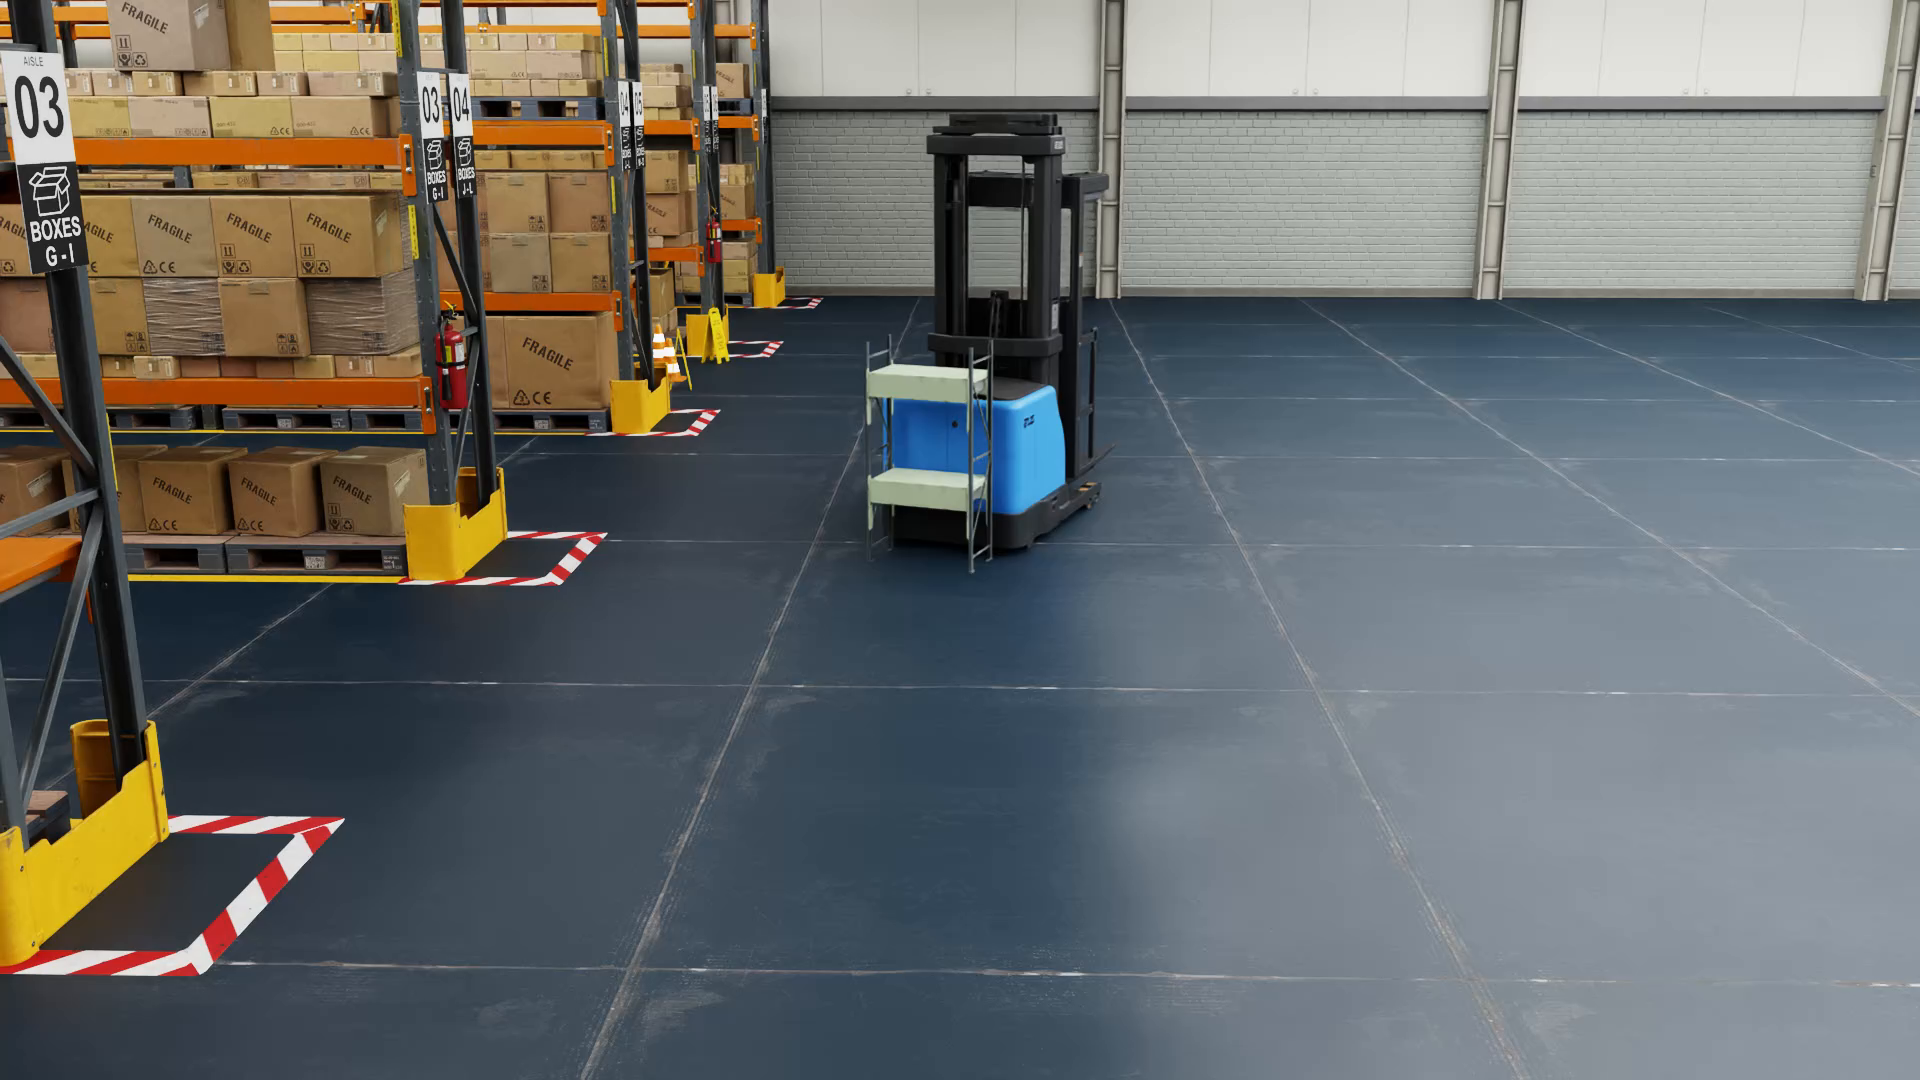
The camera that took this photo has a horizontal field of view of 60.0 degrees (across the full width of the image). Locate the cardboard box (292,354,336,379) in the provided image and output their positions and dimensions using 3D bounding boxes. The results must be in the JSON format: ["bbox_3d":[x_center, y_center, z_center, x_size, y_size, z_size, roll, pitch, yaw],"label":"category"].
[{"bbox_3d":[-4.138,-1.152,10.819,0.250,0.149,0.380,0,15,1],"label":"cardboard box"}]

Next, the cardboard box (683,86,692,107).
[{"bbox_3d":[-3.590,-5.454,20.464,0.500,0.250,0.500,0,15,0],"label":"cardboard box"}]

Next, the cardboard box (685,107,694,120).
[{"bbox_3d":[-3.417,-5.275,20.567,0.250,0.149,0.380,0,15,1],"label":"cardboard box"}]

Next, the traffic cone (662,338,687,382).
[{"bbox_3d":[-3.245,-2.023,18.602,0.334,0.463,0.336,0,15,1],"label":"traffic cone"}]

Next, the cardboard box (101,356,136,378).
[{"bbox_3d":[-5.388,-1.164,10.865,0.250,0.149,0.380,0,15,1],"label":"cardboard box"}]

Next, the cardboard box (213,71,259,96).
[{"bbox_3d":[-4.418,-2.828,10.311,0.250,0.149,0.380,0,15,2],"label":"cardboard box"}]

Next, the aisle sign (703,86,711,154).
[{"bbox_3d":[-3.039,-5.044,19.982,0.004,0.787,0.394,0,15,1],"label":"aisle sign"}]

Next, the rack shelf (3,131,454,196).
[{"bbox_3d":[-5.346,-2.450,10.775,4.000,0.370,1.077,0,15,1],"label":"rack shelf"}]

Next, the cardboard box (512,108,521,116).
[{"bbox_3d":[-5.243,-5.141,20.060,0.250,0.149,0.380,0,15,2],"label":"cardboard box"}]

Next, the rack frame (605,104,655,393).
[{"bbox_3d":[-3.119,-2.598,15.808,0.127,3.000,1.000,0,15,1],"label":"rack frame"}]

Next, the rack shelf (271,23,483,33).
[{"bbox_3d":[-8.969,-7.526,24.919,4.000,0.370,1.077,0,15,1],"label":"rack shelf"}]

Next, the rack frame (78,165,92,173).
[{"bbox_3d":[-11.091,-3.913,20.793,0.127,3.000,1.000,0,15,1],"label":"rack frame"}]

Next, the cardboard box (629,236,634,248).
[{"bbox_3d":[-3.985,-3.668,20.356,0.250,0.149,0.380,0,15,0],"label":"cardboard box"}]

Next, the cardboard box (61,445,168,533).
[{"bbox_3d":[-5.751,-0.356,11.386,0.500,0.500,0.500,-1,15,-4],"label":"cardboard box"}]

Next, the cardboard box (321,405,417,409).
[{"bbox_3d":[-5.590,-1.773,16.023,0.875,0.875,0.875,0,15,2],"label":"cardboard box"}]

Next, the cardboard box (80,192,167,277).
[{"bbox_3d":[-5.403,-1.961,10.655,0.500,0.500,0.500,0,15,1],"label":"cardboard box"}]

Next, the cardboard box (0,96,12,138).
[{"bbox_3d":[-5.877,-2.662,10.462,0.500,0.250,0.500,0,15,-1],"label":"cardboard box"}]

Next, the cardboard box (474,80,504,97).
[{"bbox_3d":[-4.222,-4.100,15.092,0.250,0.149,0.380,1,15,2],"label":"cardboard box"}]

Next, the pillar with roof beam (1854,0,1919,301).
[{"bbox_3d":[14.240,-7.047,20.911,0.400,9.000,9.100,0,15,1],"label":"pillar with roof beam"}]

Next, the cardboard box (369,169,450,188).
[{"bbox_3d":[-5.131,-3.194,15.655,0.500,0.550,0.875,0,15,1],"label":"cardboard box"}]

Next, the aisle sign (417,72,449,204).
[{"bbox_3d":[-3.293,-2.514,10.393,0.004,0.787,0.394,0,15,1],"label":"aisle sign"}]

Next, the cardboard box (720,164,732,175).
[{"bbox_3d":[-3.582,-5.575,25.041,0.250,0.149,0.380,0,15,2],"label":"cardboard box"}]

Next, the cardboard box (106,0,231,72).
[{"bbox_3d":[-4.903,-3.164,10.313,0.500,0.500,0.500,0,15,1],"label":"cardboard box"}]

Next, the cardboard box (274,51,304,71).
[{"bbox_3d":[-6.132,-4.320,15.146,0.500,0.250,0.500,0,15,1],"label":"cardboard box"}]

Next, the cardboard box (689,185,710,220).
[{"bbox_3d":[-3.988,-5.118,25.161,0.500,0.500,0.500,1,15,3],"label":"cardboard box"}]

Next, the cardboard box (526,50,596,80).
[{"bbox_3d":[-3.616,-4.303,15.083,0.500,0.250,0.500,1,15,2],"label":"cardboard box"}]

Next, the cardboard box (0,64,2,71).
[{"bbox_3d":[-8.876,-4.238,15.300,0.500,0.311,0.500,0,15,-1],"label":"cardboard box"}]

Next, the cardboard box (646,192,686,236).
[{"bbox_3d":[-3.644,-3.987,20.292,0.500,0.500,0.500,0,15,0],"label":"cardboard box"}]

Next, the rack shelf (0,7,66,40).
[{"bbox_3d":[-13.091,-6.286,20.220,4.000,0.370,1.077,0,15,1],"label":"rack shelf"}]

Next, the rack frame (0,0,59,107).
[{"bbox_3d":[-3.474,-2.972,5.464,0.127,3.000,1.000,0,15,1],"label":"rack frame"}]

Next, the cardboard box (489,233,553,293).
[{"bbox_3d":[-4.042,-2.660,15.747,0.550,0.550,0.875,0,15,1],"label":"cardboard box"}]

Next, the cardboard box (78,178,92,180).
[{"bbox_3d":[-8.634,-3.164,15.797,0.500,0.500,0.700,0,15,2],"label":"cardboard box"}]

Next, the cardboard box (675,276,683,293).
[{"bbox_3d":[-4.445,-3.934,25.440,0.500,0.250,0.500,1,15,2],"label":"cardboard box"}]

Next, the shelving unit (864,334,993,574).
[{"bbox_3d":[-0.205,-0.580,11.097,0.755,1.500,0.431,6,16,20],"label":"shelving unit"}]

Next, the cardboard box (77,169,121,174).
[{"bbox_3d":[-13.187,-5.388,25.363,0.500,0.500,0.700,0,15,1],"label":"cardboard box"}]

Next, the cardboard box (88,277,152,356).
[{"bbox_3d":[-5.397,-1.530,10.980,0.500,0.500,0.875,0,15,1],"label":"cardboard box"}]

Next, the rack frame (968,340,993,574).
[{"bbox_3d":[0.136,-0.546,10.970,0.023,1.500,0.400,6,16,20],"label":"rack frame"}]

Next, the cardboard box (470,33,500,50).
[{"bbox_3d":[-4.229,-4.485,14.989,0.250,0.149,0.380,1,15,2],"label":"cardboard box"}]

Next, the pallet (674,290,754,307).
[{"bbox_3d":[-3.736,-3.773,25.728,1.213,0.211,1.003,0,15,1],"label":"pallet"}]

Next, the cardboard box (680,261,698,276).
[{"bbox_3d":[-3.967,-4.172,25.360,0.500,0.250,0.500,0,15,1],"label":"cardboard box"}]

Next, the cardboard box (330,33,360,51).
[{"bbox_3d":[-5.490,-4.493,15.021,0.250,0.149,0.380,0,15,1],"label":"cardboard box"}]

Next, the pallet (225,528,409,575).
[{"bbox_3d":[-4.234,-0.001,11.428,1.213,0.211,1.003,0,15,1],"label":"pallet"}]

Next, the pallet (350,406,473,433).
[{"bbox_3d":[-5.137,-1.244,16.141,1.213,0.211,1.003,0,15,1],"label":"pallet"}]

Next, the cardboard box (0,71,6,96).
[{"bbox_3d":[-5.980,-2.844,10.372,0.250,0.149,0.380,0,15,0],"label":"cardboard box"}]

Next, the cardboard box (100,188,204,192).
[{"bbox_3d":[-5.389,-2.092,11.152,0.500,0.500,0.500,0,15,1],"label":"cardboard box"}]

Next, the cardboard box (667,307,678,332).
[{"bbox_3d":[-3.893,-2.811,21.180,0.500,0.250,0.500,0,15,1],"label":"cardboard box"}]

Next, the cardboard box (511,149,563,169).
[{"bbox_3d":[-5.124,-4.506,20.298,0.500,0.500,0.700,0,15,1],"label":"cardboard box"}]

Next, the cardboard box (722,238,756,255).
[{"bbox_3d":[-3.447,-4.536,25.758,0.500,0.250,0.500,0,15,1],"label":"cardboard box"}]

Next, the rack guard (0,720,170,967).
[{"bbox_3d":[-3.551,1.149,6.504,0.348,0.500,1.175,0,15,1],"label":"rack guard"}]

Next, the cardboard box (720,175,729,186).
[{"bbox_3d":[-3.581,-5.414,25.013,0.250,0.149,0.380,1,15,2],"label":"cardboard box"}]

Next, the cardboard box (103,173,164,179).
[{"bbox_3d":[-10.126,-4.245,20.448,0.500,0.500,0.500,1,15,4],"label":"cardboard box"}]

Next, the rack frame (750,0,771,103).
[{"bbox_3d":[-2.971,-8.028,24.628,0.127,3.000,1.000,0,15,1],"label":"rack frame"}]

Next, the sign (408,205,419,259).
[{"bbox_3d":[-3.381,-1.905,10.293,0.005,0.325,0.100,0,15,1],"label":"sign"}]

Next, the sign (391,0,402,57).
[{"bbox_3d":[-3.381,-3.071,9.985,0.005,0.325,0.100,0,15,1],"label":"sign"}]

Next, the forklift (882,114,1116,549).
[{"bbox_3d":[0.457,-1.688,12.493,1.130,2.935,3.031,6,16,20],"label":"forklift"}]
